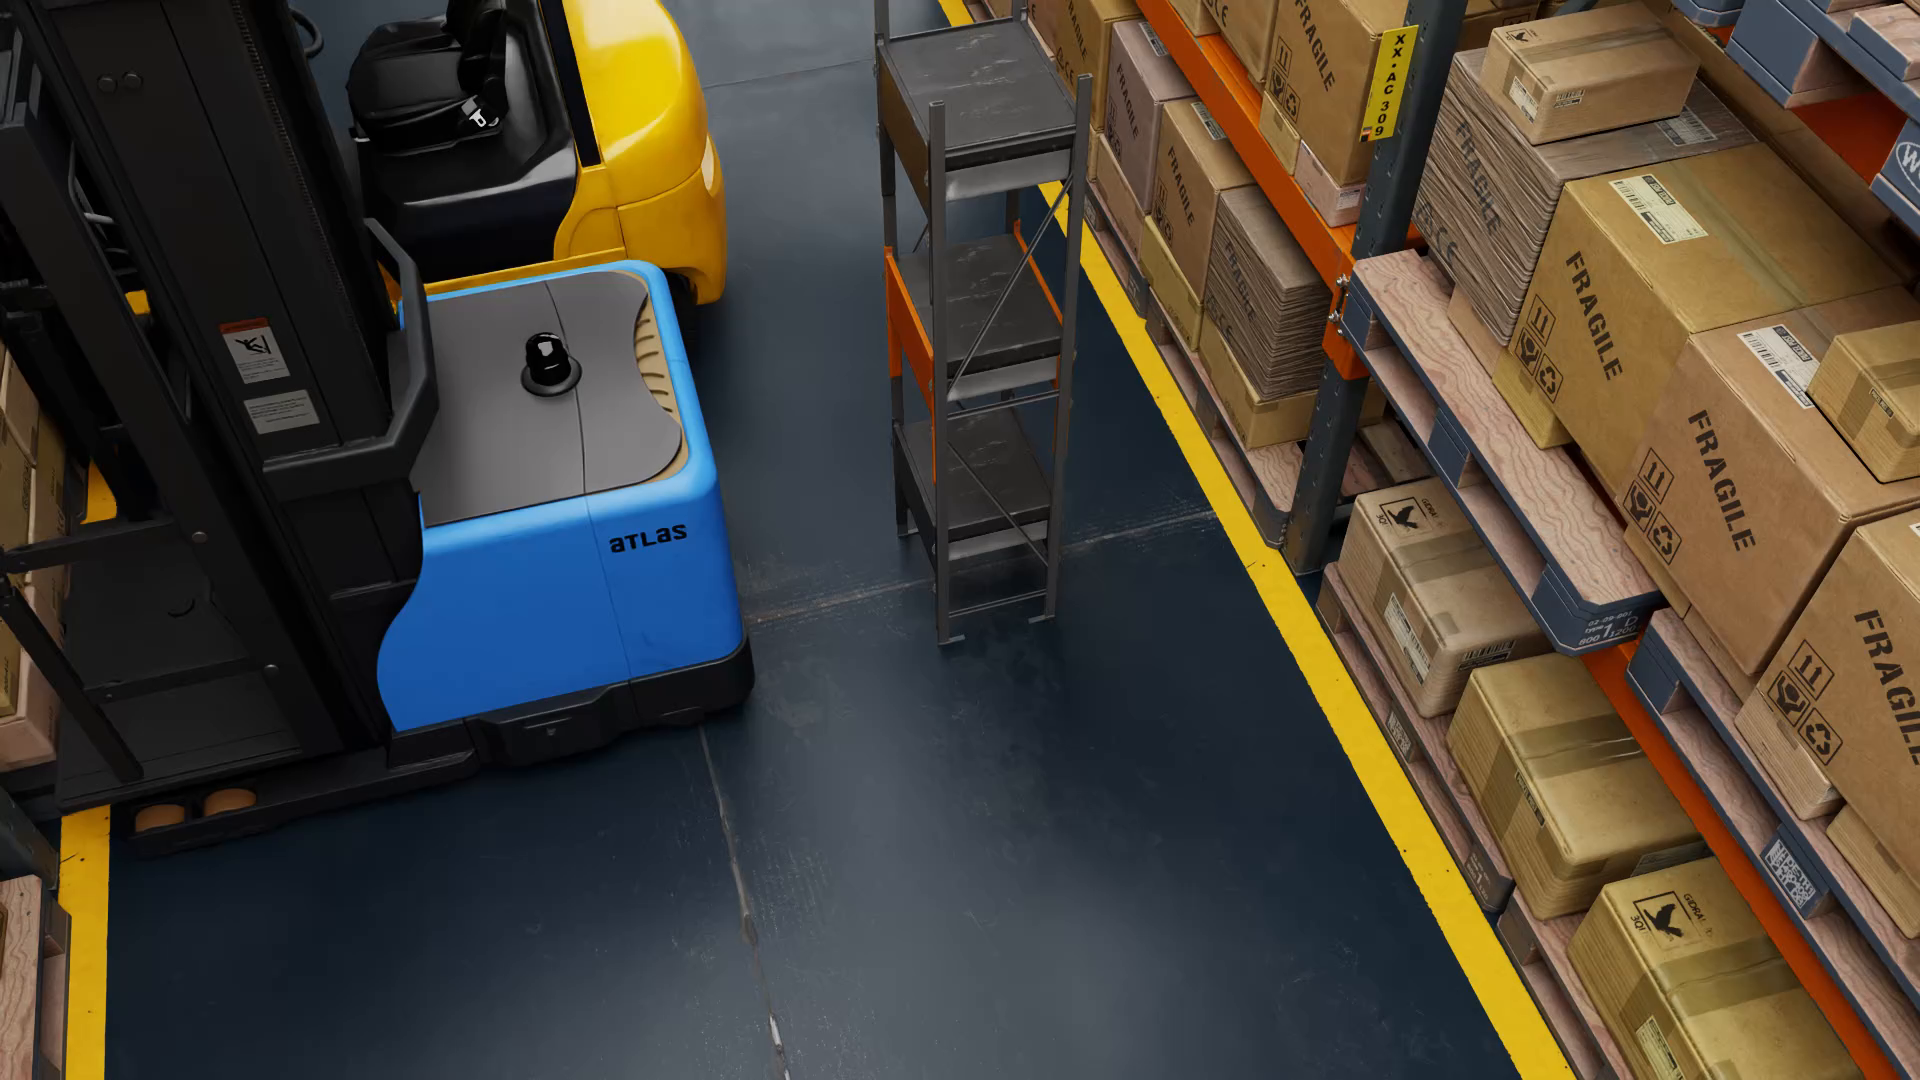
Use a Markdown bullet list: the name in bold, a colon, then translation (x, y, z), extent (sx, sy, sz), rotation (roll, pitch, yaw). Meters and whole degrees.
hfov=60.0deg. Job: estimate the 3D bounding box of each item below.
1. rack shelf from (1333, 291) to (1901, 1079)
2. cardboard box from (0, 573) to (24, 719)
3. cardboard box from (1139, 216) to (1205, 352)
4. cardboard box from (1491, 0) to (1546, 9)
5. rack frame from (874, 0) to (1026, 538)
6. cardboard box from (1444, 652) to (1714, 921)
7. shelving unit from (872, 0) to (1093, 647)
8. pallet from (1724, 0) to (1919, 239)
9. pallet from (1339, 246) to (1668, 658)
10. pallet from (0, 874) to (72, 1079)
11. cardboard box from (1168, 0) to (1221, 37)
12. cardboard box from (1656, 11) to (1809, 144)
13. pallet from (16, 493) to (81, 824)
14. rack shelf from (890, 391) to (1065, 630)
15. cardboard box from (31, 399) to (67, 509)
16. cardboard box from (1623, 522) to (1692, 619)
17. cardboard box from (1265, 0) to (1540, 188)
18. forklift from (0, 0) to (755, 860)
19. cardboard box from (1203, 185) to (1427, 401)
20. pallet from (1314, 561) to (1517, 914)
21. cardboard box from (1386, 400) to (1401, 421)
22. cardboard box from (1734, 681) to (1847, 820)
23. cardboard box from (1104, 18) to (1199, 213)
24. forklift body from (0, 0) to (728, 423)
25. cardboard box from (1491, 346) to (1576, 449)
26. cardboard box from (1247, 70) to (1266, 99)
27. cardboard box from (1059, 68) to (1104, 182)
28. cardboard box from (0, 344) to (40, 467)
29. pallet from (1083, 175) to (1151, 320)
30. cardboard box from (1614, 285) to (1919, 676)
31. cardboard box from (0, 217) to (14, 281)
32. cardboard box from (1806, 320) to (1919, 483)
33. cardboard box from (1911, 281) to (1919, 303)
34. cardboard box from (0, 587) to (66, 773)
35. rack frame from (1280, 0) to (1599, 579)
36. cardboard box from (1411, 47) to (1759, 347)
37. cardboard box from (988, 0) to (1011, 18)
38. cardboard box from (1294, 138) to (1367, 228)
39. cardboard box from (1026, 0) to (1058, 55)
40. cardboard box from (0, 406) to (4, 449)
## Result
- **rack shelf**: translation (2.189, 0.698, 3.670), extent (1.077, 0.370, 4.000), rotation (-13, 51, -11)
- **cardboard box**: translation (-2.991, 0.297, 4.735), extent (0.500, 0.250, 0.500), rotation (-14, 51, -11)
- **cardboard box**: translation (0.999, -1.002, 6.156), extent (0.500, 0.250, 0.500), rotation (-15, 51, -12)
- **cardboard box**: translation (1.674, -1.816, 4.405), extent (0.700, 0.500, 0.500), rotation (-14, 51, -11)
- **rack frame**: translation (-0.023, -0.734, 4.996), extent (0.400, 2.100, 0.015), rotation (-13, 51, -11)
- **cardboard box**: translation (1.971, 0.624, 4.706), extent (0.950, 0.372, 0.625), rotation (-10, 51, -9)
- **shelving unit**: translation (0.049, -0.556, 4.845), extent (0.431, 2.100, 0.503), rotation (-13, 51, -11)
- **pallet**: translation (1.988, -0.669, 2.513), extent (1.213, 0.211, 1.003), rotation (-13, 51, -11)
- **pallet**: translation (1.684, -0.342, 4.202), extent (1.003, 0.211, 1.213), rotation (-13, 51, -11)
- **pallet**: translation (-2.888, 1.558, 4.298), extent (1.003, 0.211, 1.213), rotation (-13, 51, -11)
- **cardboard box**: translation (0.908, -1.821, 5.488), extent (0.380, 0.149, 0.250), rotation (-14, 51, -12)
- **cardboard box**: translation (1.953, -0.973, 4.074), extent (0.500, 0.500, 0.500), rotation (-14, 51, -12)
- **pallet**: translation (-3.338, 0.439, 5.242), extent (1.003, 0.211, 1.213), rotation (-13, 51, -11)
- **rack shelf**: translation (0.049, -0.096, 5.391), extent (0.431, 0.518, 0.480), rotation (-13, 51, -11)
- **cardboard box**: translation (-3.302, -0.286, 5.553), extent (0.500, 0.250, 0.500), rotation (-13, 51, -10)
- **cardboard box**: translation (1.717, -0.003, 3.680), extent (0.380, 0.149, 0.250), rotation (-13, 51, -10)
- **cardboard box**: translation (1.228, -1.391, 4.701), extent (0.500, 0.500, 0.500), rotation (-14, 51, -12)
- **forklift**: translation (-2.227, -0.461, 4.222), extent (3.031, 2.935, 1.130), rotation (-12, 51, -10)
- **cardboard box**: translation (1.166, -0.857, 5.544), extent (0.500, 0.500, 0.500), rotation (-14, 51, -11)
- **pallet**: translation (1.829, 0.472, 5.214), extent (1.003, 0.211, 1.213), rotation (-13, 51, -11)
- **cardboard box**: translation (1.681, -0.736, 5.932), extent (0.500, 0.250, 0.500), rotation (-15, 52, -13)
- **cardboard box**: translation (1.818, 0.384, 3.354), extent (0.380, 0.149, 0.250), rotation (-12, 51, -10)
- **cardboard box**: translation (0.862, -1.601, 6.171), extent (0.500, 0.500, 0.500), rotation (-11, 51, -9)
- **forklift body**: translation (-2.023, -1.545, 5.646), extent (2.313, 2.155, 1.214), rotation (-13, 51, -11)
- **cardboard box**: translation (1.524, -0.390, 4.006), extent (0.380, 0.149, 0.250), rotation (-12, 51, -10)
- **cardboard box**: translation (1.128, -1.468, 5.190), extent (0.380, 0.149, 0.250), rotation (-13, 51, -11)
- **cardboard box**: translation (0.706, -1.744, 6.782), extent (0.500, 0.250, 0.500), rotation (-10, 51, -9)
- **cardboard box**: translation (-3.280, -0.440, 5.356), extent (0.500, 0.250, 0.500), rotation (-14, 51, -11)
- **pallet**: translation (1.001, -1.471, 6.852), extent (1.003, 0.211, 1.213), rotation (-13, 51, -11)
- **cardboard box**: translation (1.744, -0.121, 3.356), extent (0.500, 0.500, 0.500), rotation (-14, 51, -11)
- **cardboard box**: translation (-3.434, -0.987, 5.490), extent (0.500, 0.250, 0.500), rotation (-14, 51, -12)
- **cardboard box**: translation (1.818, -0.274, 3.060), extent (0.380, 0.149, 0.250), rotation (-11, 51, -9)
- **cardboard box**: translation (2.248, -0.233, 3.450), extent (0.500, 0.500, 0.500), rotation (-12, 51, -10)
- **cardboard box**: translation (-2.970, 0.453, 4.930), extent (0.500, 0.250, 0.500), rotation (-13, 51, -11)
- **rack frame**: translation (1.597, -0.995, 4.627), extent (1.000, 3.000, 0.127), rotation (-13, 51, -11)
- **cardboard box**: translation (1.462, -0.851, 3.971), extent (0.500, 0.500, 0.500), rotation (-12, 51, -10)
- **cardboard box**: translation (0.389, -2.514, 7.431), extent (0.500, 0.250, 0.500), rotation (-14, 51, -11)
- **cardboard box**: translation (1.211, -1.080, 4.863), extent (0.380, 0.149, 0.250), rotation (-14, 51, -11)
- **cardboard box**: translation (0.555, -2.357, 6.809), extent (0.500, 0.500, 0.500), rotation (-15, 52, -12)
- **cardboard box**: translation (-3.128, -0.241, 4.861), extent (0.500, 0.250, 0.500), rotation (-13, 51, -11)
